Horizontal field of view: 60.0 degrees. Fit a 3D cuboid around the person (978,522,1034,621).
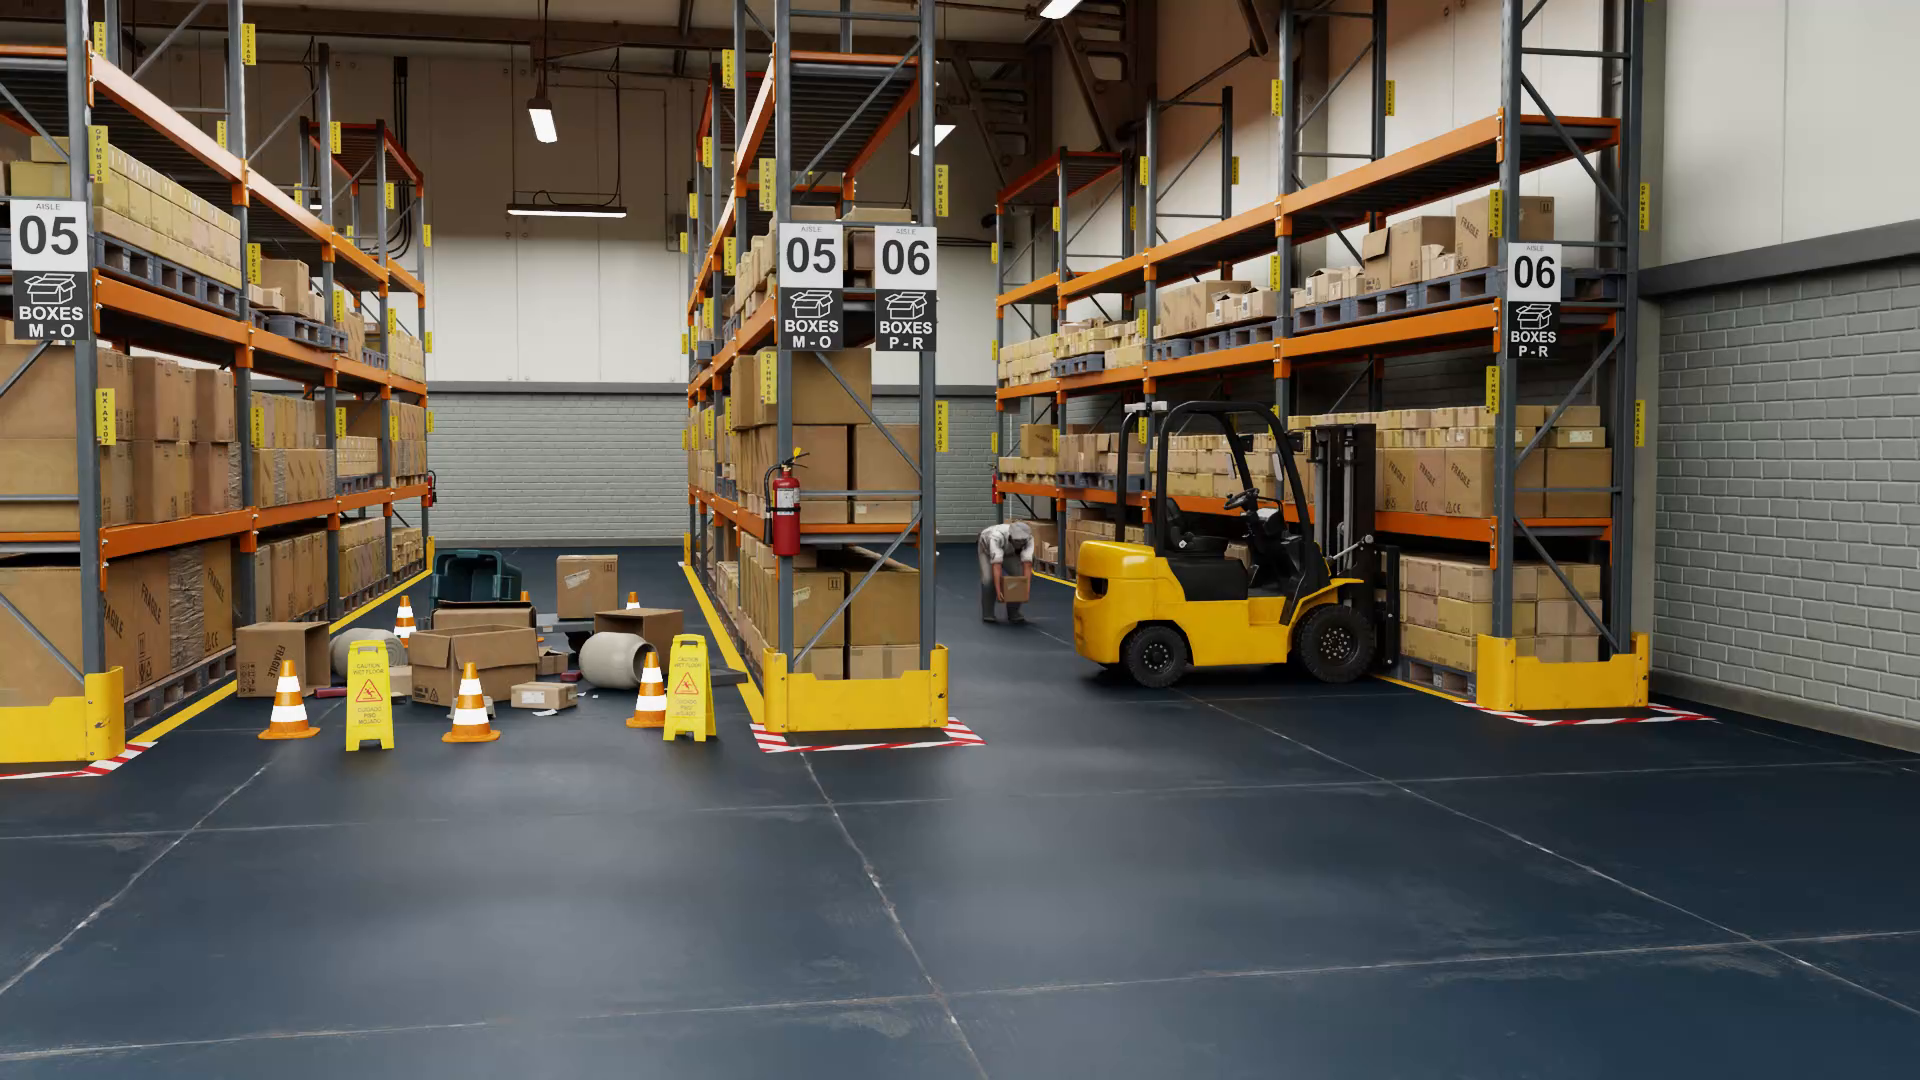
[{"bbox_3d":[0.494,0.326,17.410,0.537,1.064,1.032,-1,3,-14],"label":"person"}]
